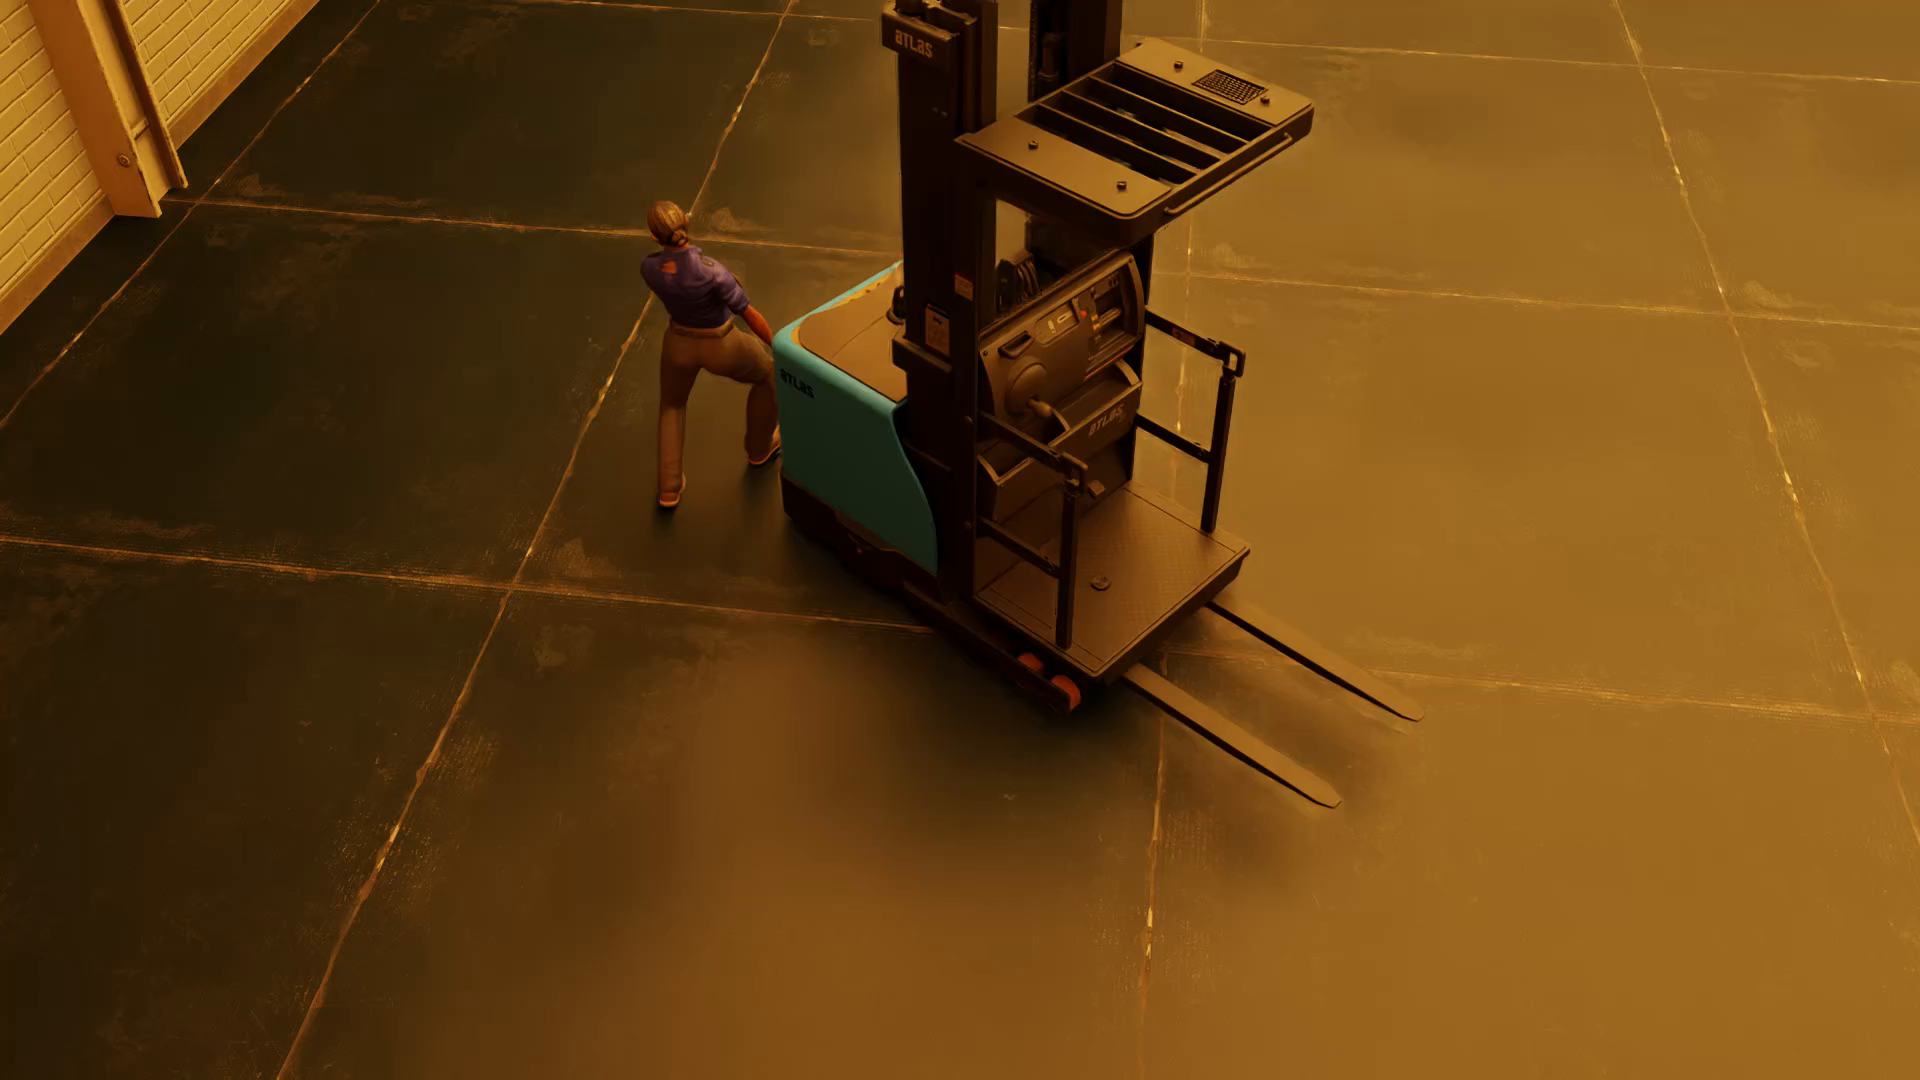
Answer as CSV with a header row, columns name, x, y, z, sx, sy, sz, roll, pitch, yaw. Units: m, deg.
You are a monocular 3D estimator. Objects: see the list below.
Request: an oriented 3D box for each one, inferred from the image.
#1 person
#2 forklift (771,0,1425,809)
name,x,y,z,sx,sy,sz,roll,pitch,yaw
person,-1.127,-0.929,7.747,0.645,1.557,0.767,5,43,6
forklift,0.571,-0.743,6.533,3.031,2.935,1.130,32,52,30
